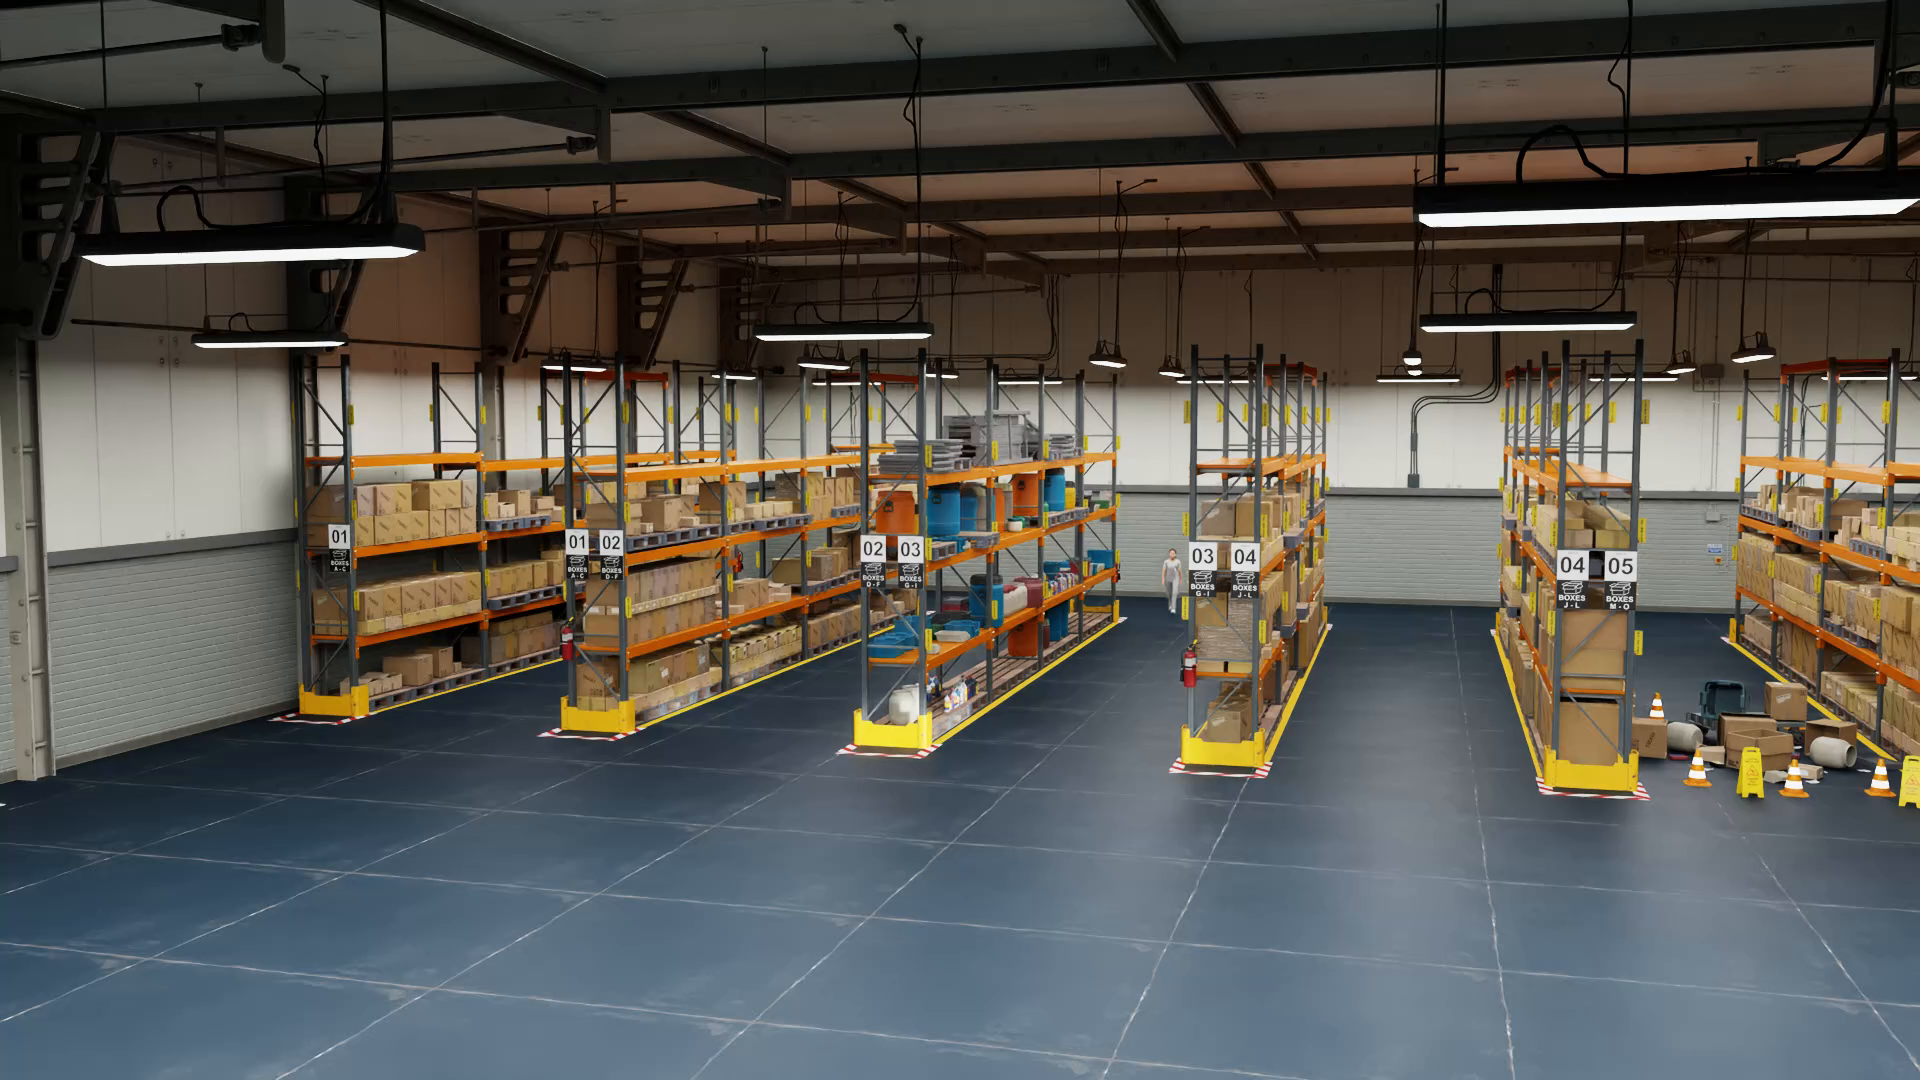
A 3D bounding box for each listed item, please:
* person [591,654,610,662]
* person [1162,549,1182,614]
[{"bbox_3d":[-6.561,1.858,30.215,0.452,1.606,0.446,2,5,23],"label":"person"},{"bbox_3d":[5.369,1.028,42.117,0.492,1.612,1.082,1,4,12],"label":"person"}]
